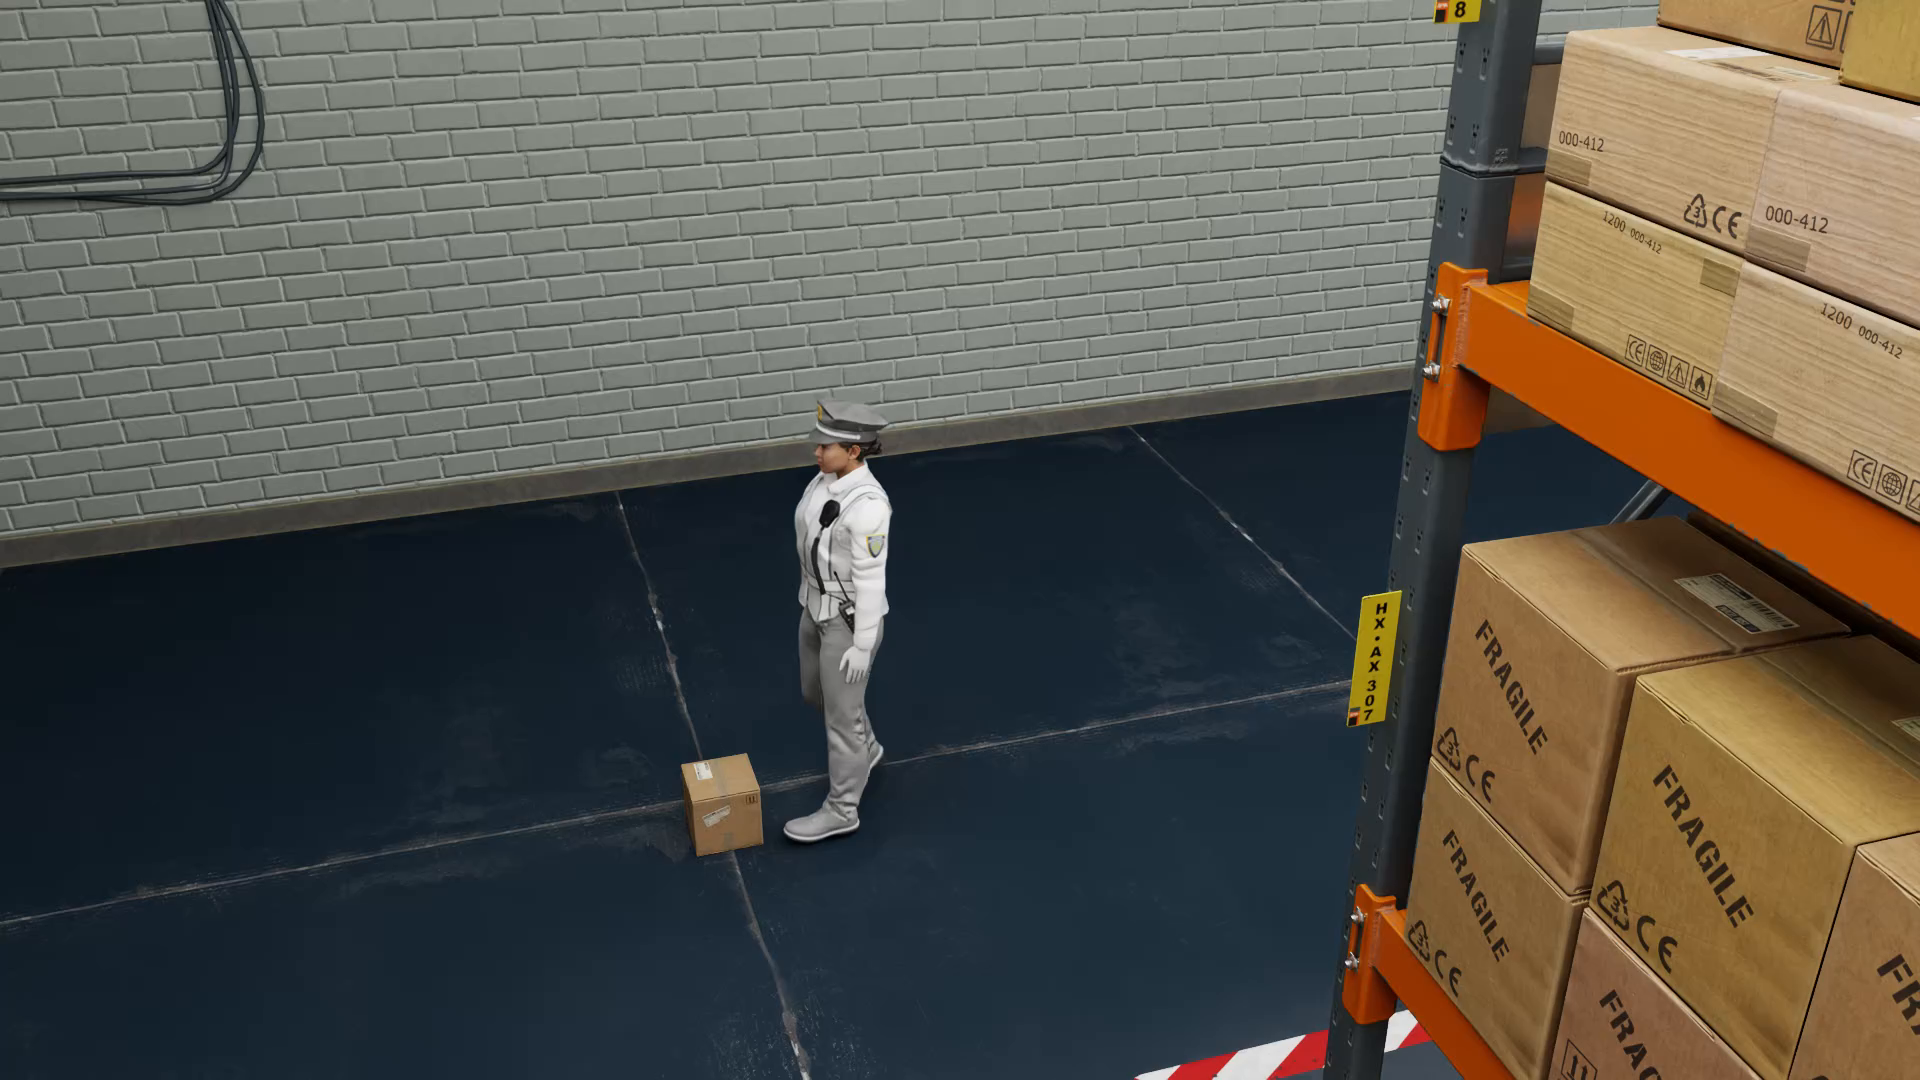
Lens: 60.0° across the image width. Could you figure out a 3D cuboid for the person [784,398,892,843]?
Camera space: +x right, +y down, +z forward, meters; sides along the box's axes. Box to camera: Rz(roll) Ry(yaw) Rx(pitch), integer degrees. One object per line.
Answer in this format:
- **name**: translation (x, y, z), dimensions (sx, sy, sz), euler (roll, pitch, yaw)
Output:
- **person**: translation (-0.469, 0.287, 6.002), dimensions (0.482, 1.680, 0.512), euler (-11, 28, -21)
